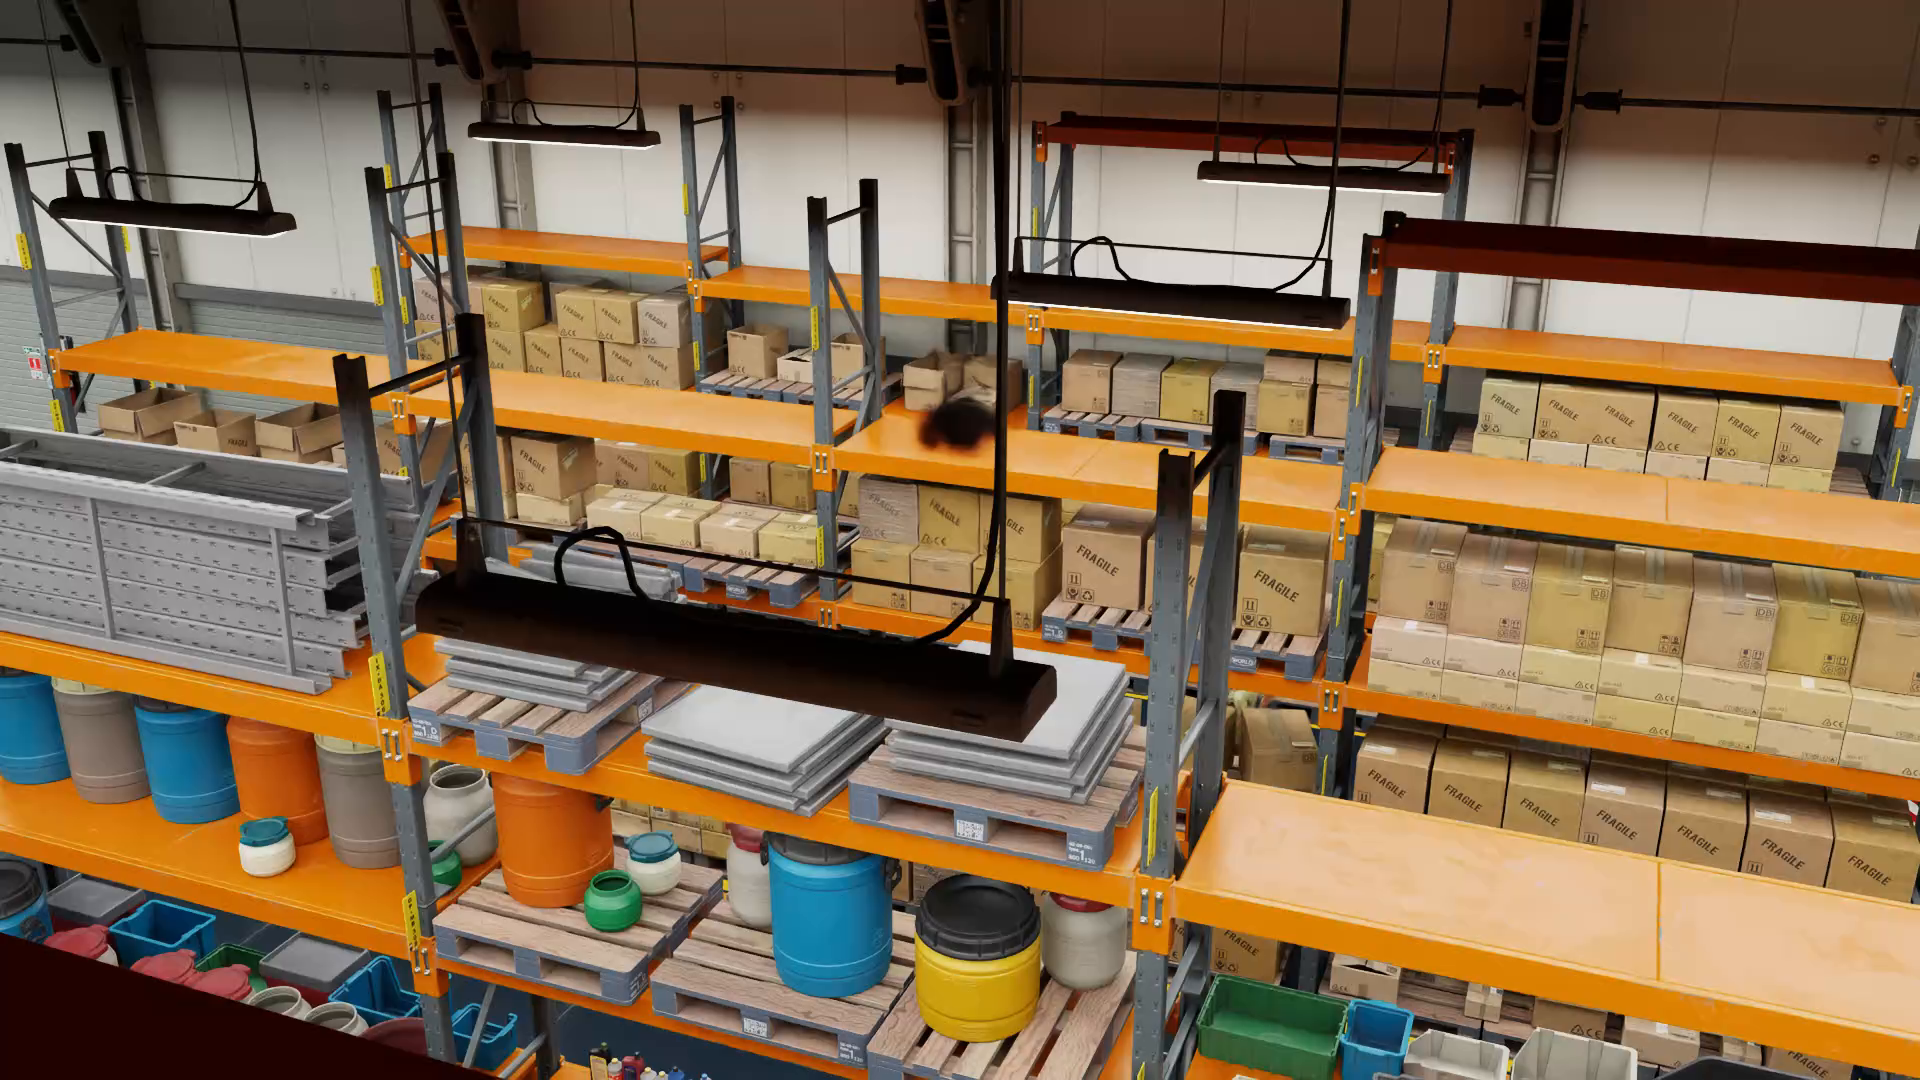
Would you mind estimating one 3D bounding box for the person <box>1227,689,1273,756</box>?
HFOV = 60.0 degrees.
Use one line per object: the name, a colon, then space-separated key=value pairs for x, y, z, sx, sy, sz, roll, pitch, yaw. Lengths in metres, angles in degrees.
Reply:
person: x=2.545 y=1.819 z=15.293 sx=0.625 sy=1.647 sz=0.590 roll=8 pitch=22 yaw=20
